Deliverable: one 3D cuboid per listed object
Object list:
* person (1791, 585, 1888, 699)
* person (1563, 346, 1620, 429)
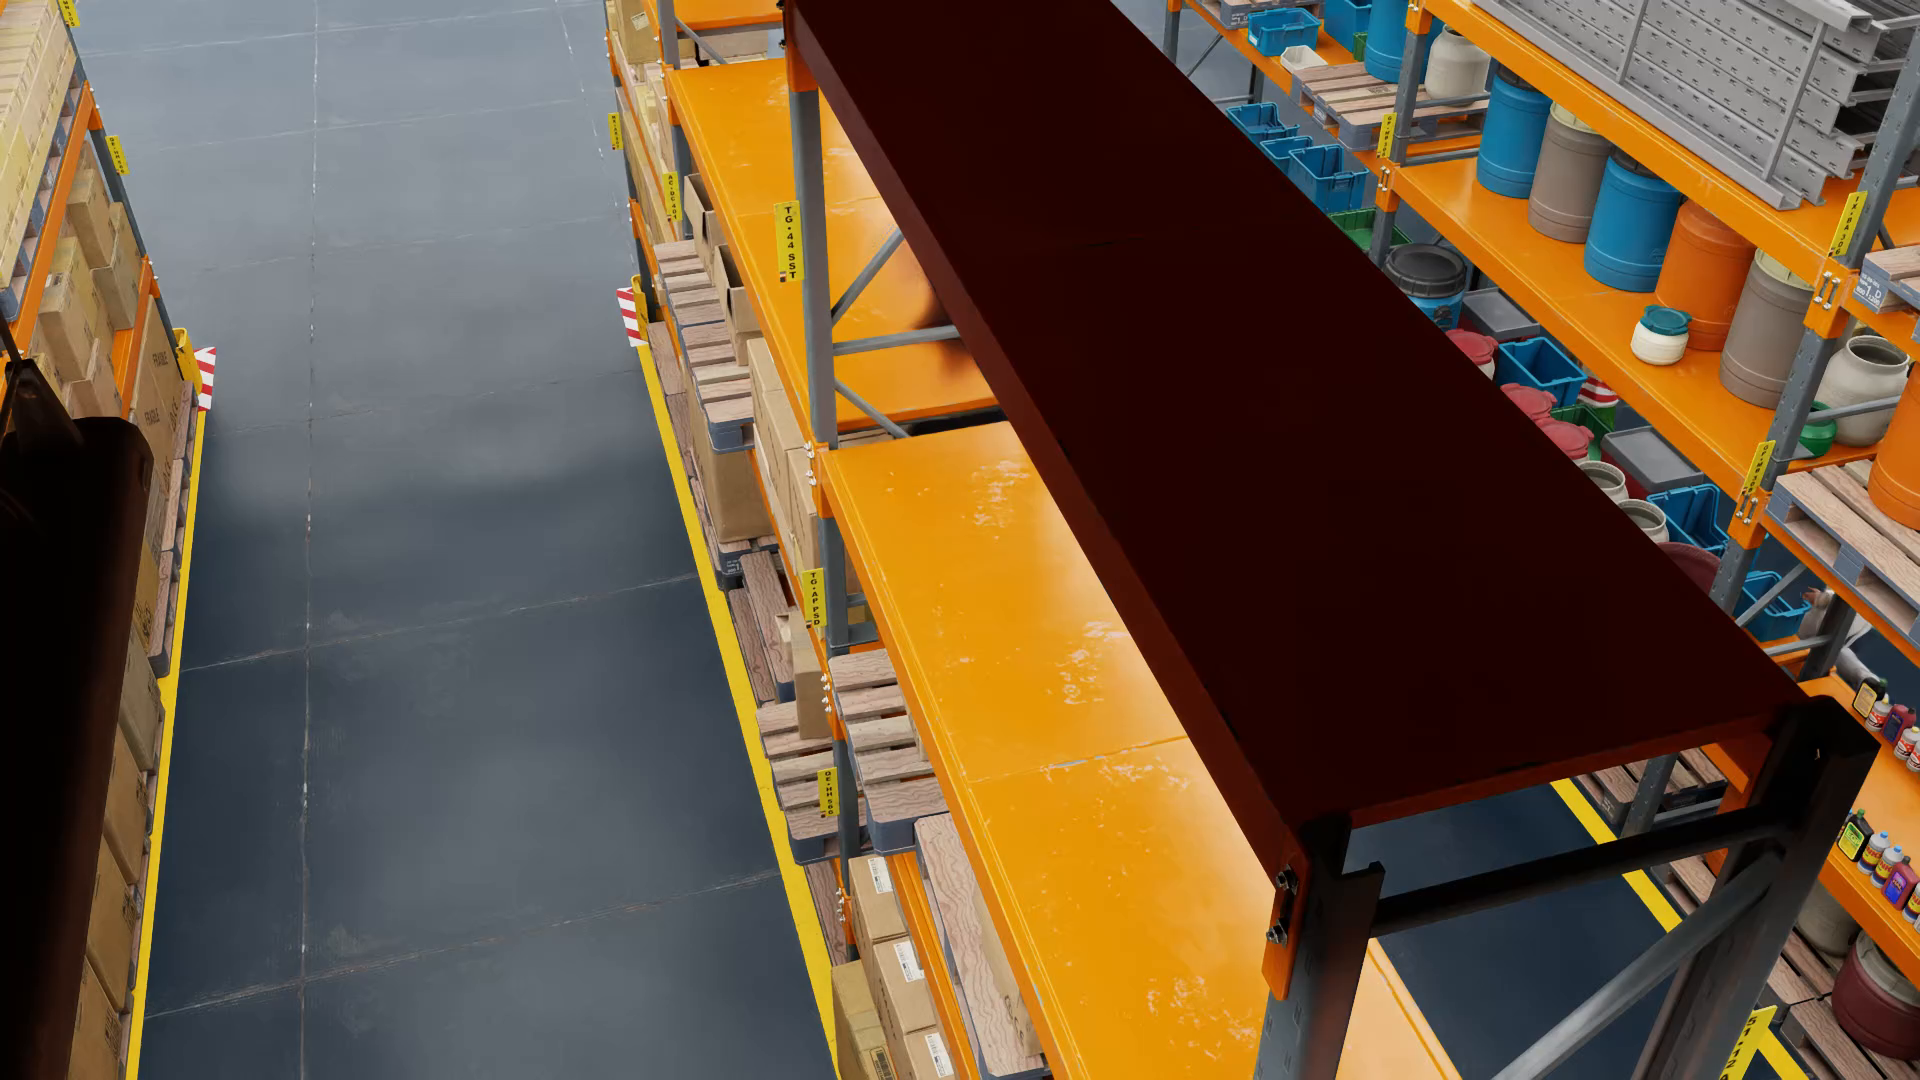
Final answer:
[{"bbox_3d":[5.827,0.508,10.822,0.728,1.734,0.721,-17,42,-21],"label":"person"},{"bbox_3d":[4.885,-1.079,12.800,0.697,1.726,0.852,-24,44,-27],"label":"person"}]
